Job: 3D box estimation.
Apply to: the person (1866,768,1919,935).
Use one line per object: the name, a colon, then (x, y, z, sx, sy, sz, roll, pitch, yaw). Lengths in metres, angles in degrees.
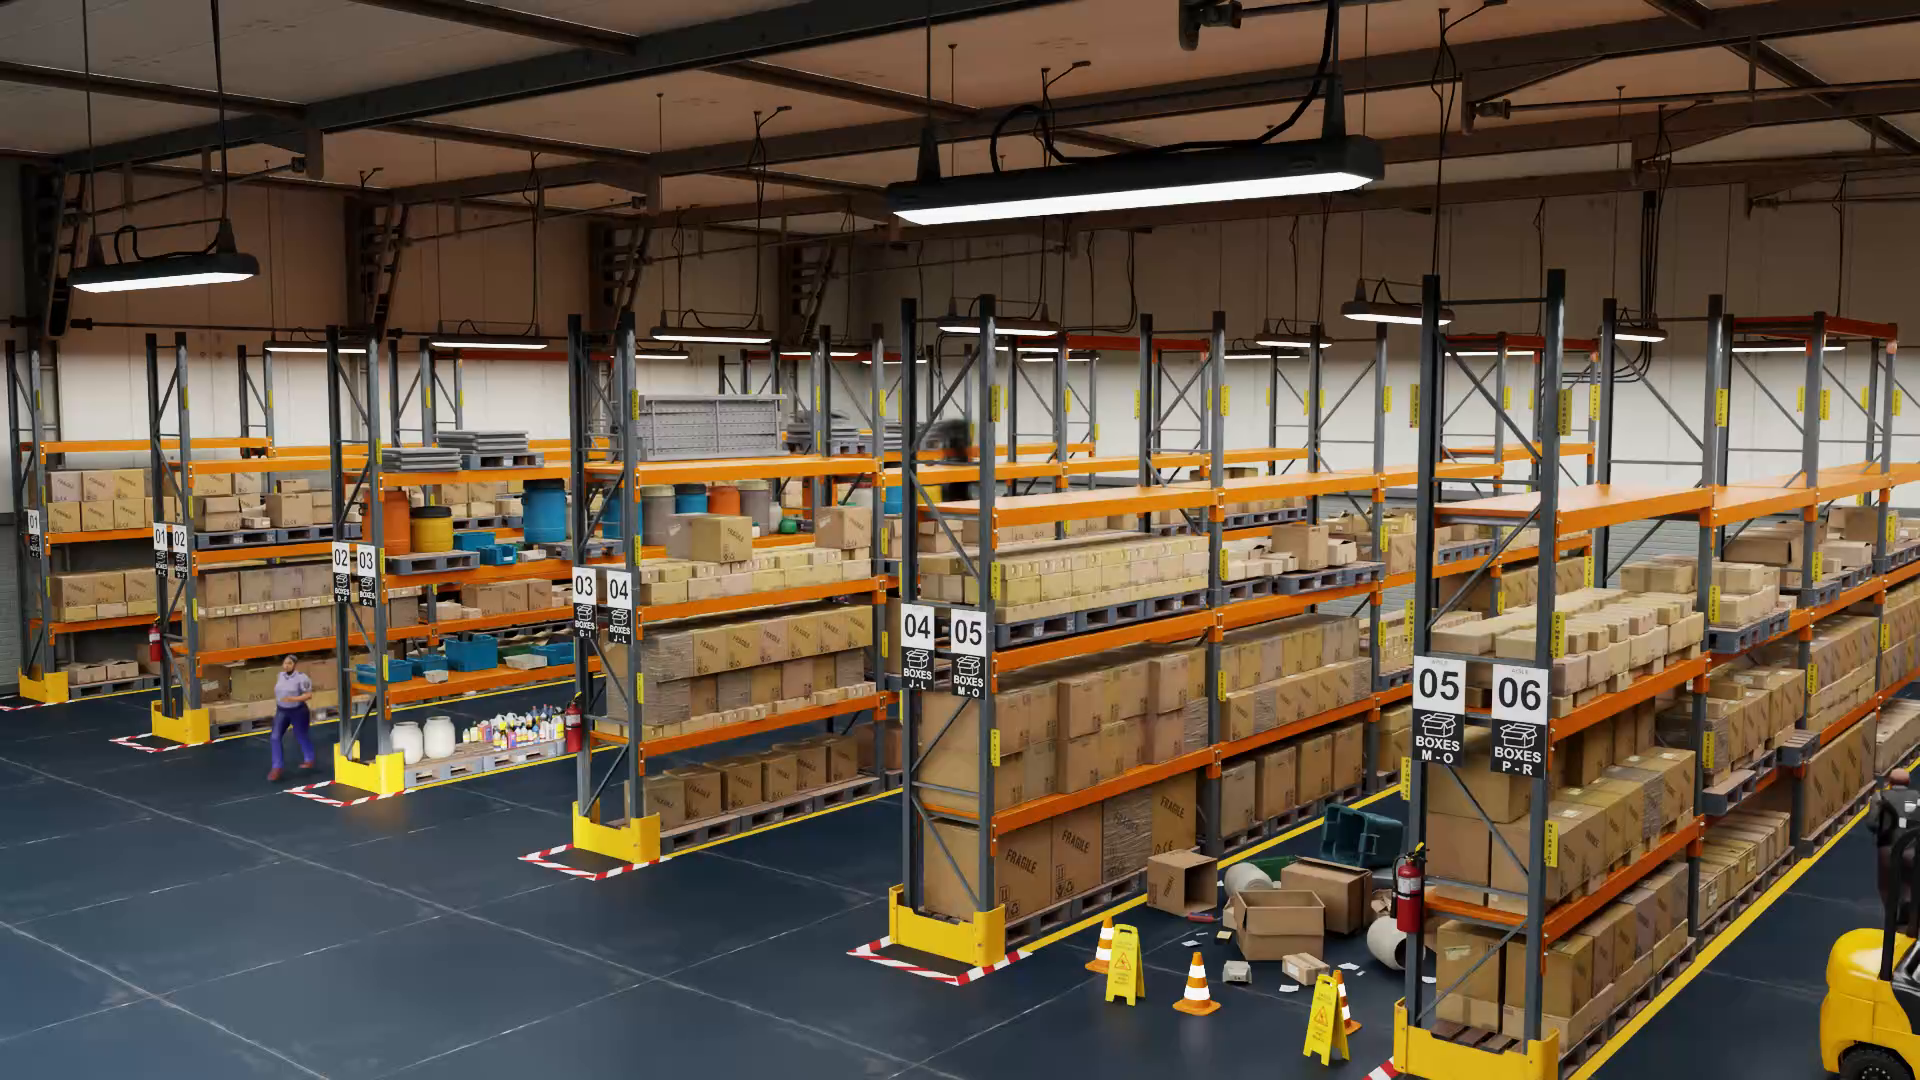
person: (8.995, 2.984, 15.803, 0.687, 1.541, 0.814, 2, 6, 22)

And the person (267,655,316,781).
person: (-8.910, 2.331, 22.231, 0.608, 1.621, 0.865, 1, 5, 7)
